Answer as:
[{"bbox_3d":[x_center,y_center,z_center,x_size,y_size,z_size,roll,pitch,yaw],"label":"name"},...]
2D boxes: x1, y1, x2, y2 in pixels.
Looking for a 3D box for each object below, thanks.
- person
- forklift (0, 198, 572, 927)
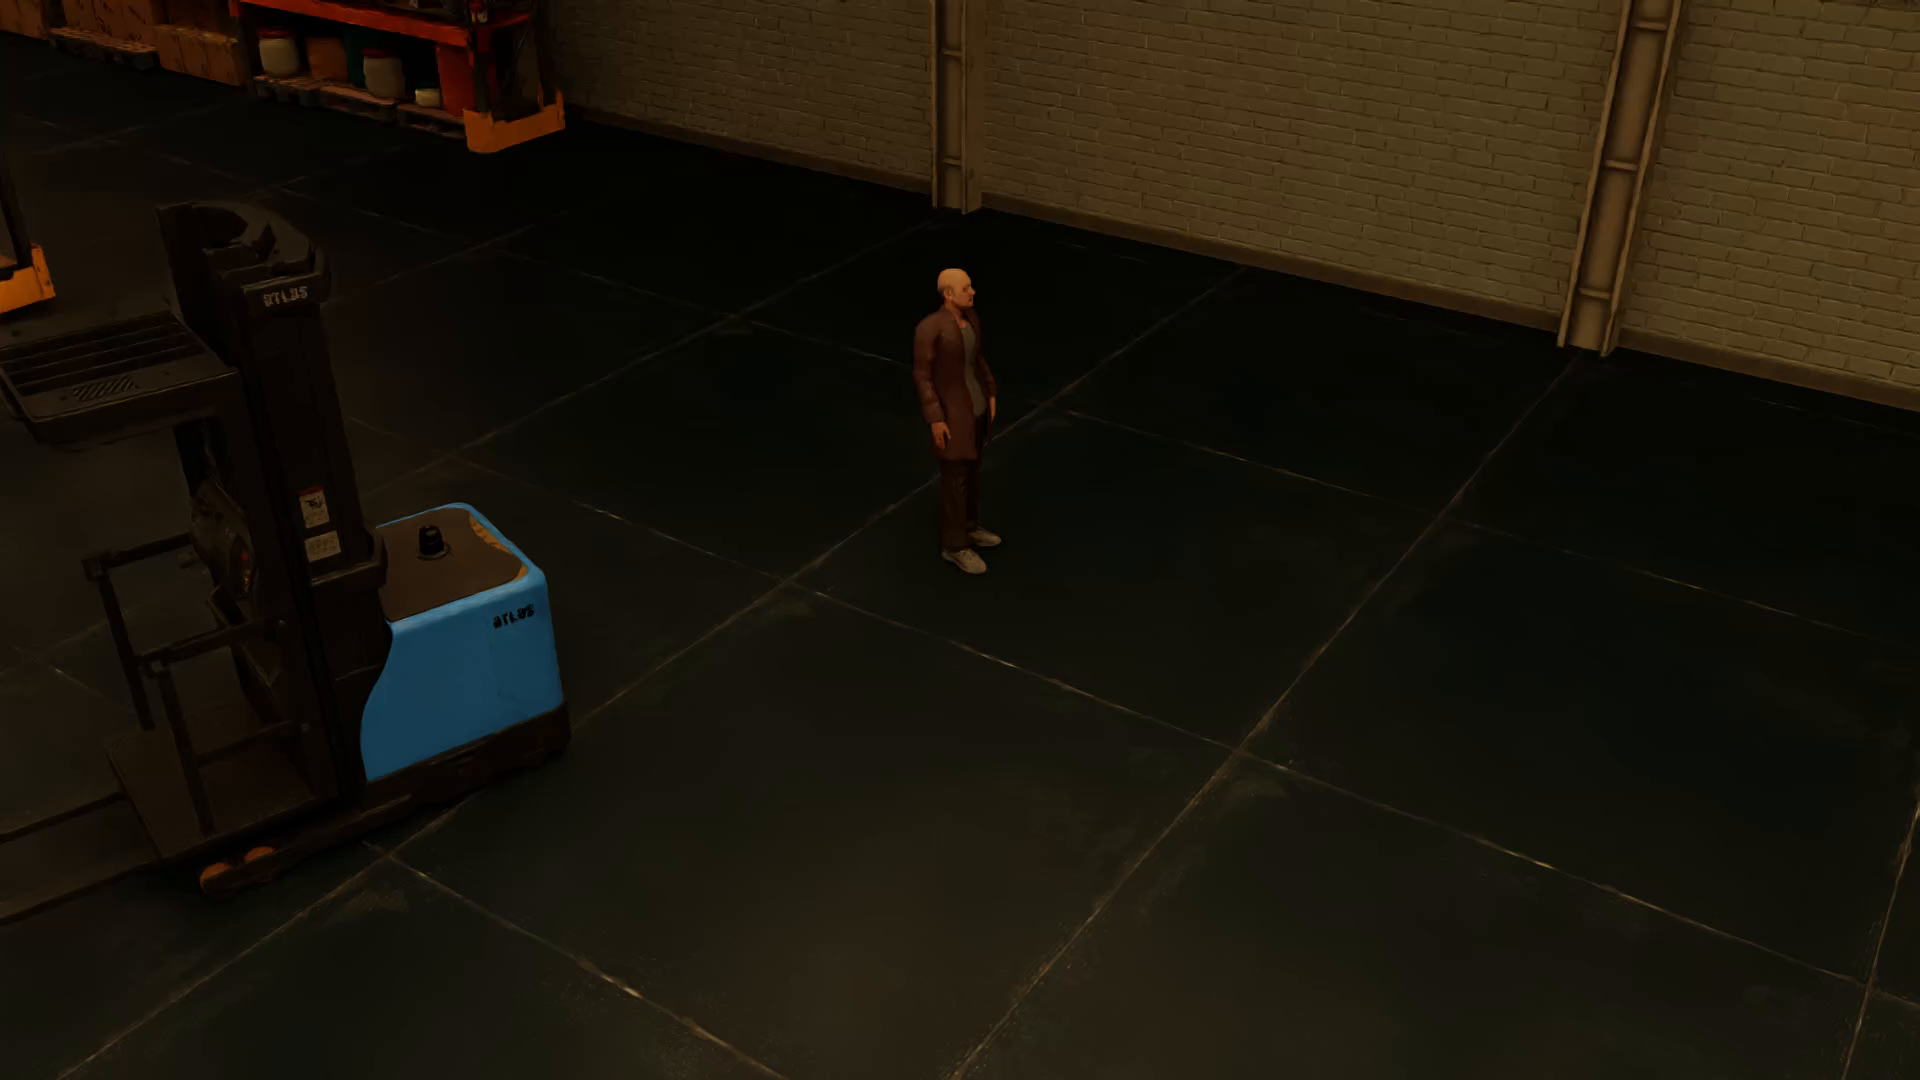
[{"bbox_3d":[0.073,-0.748,10.003,0.580,1.776,0.694,19,35,29],"label":"person"},{"bbox_3d":[-3.484,0.085,7.434,3.031,2.935,1.130,-21,36,-32],"label":"forklift"}]
